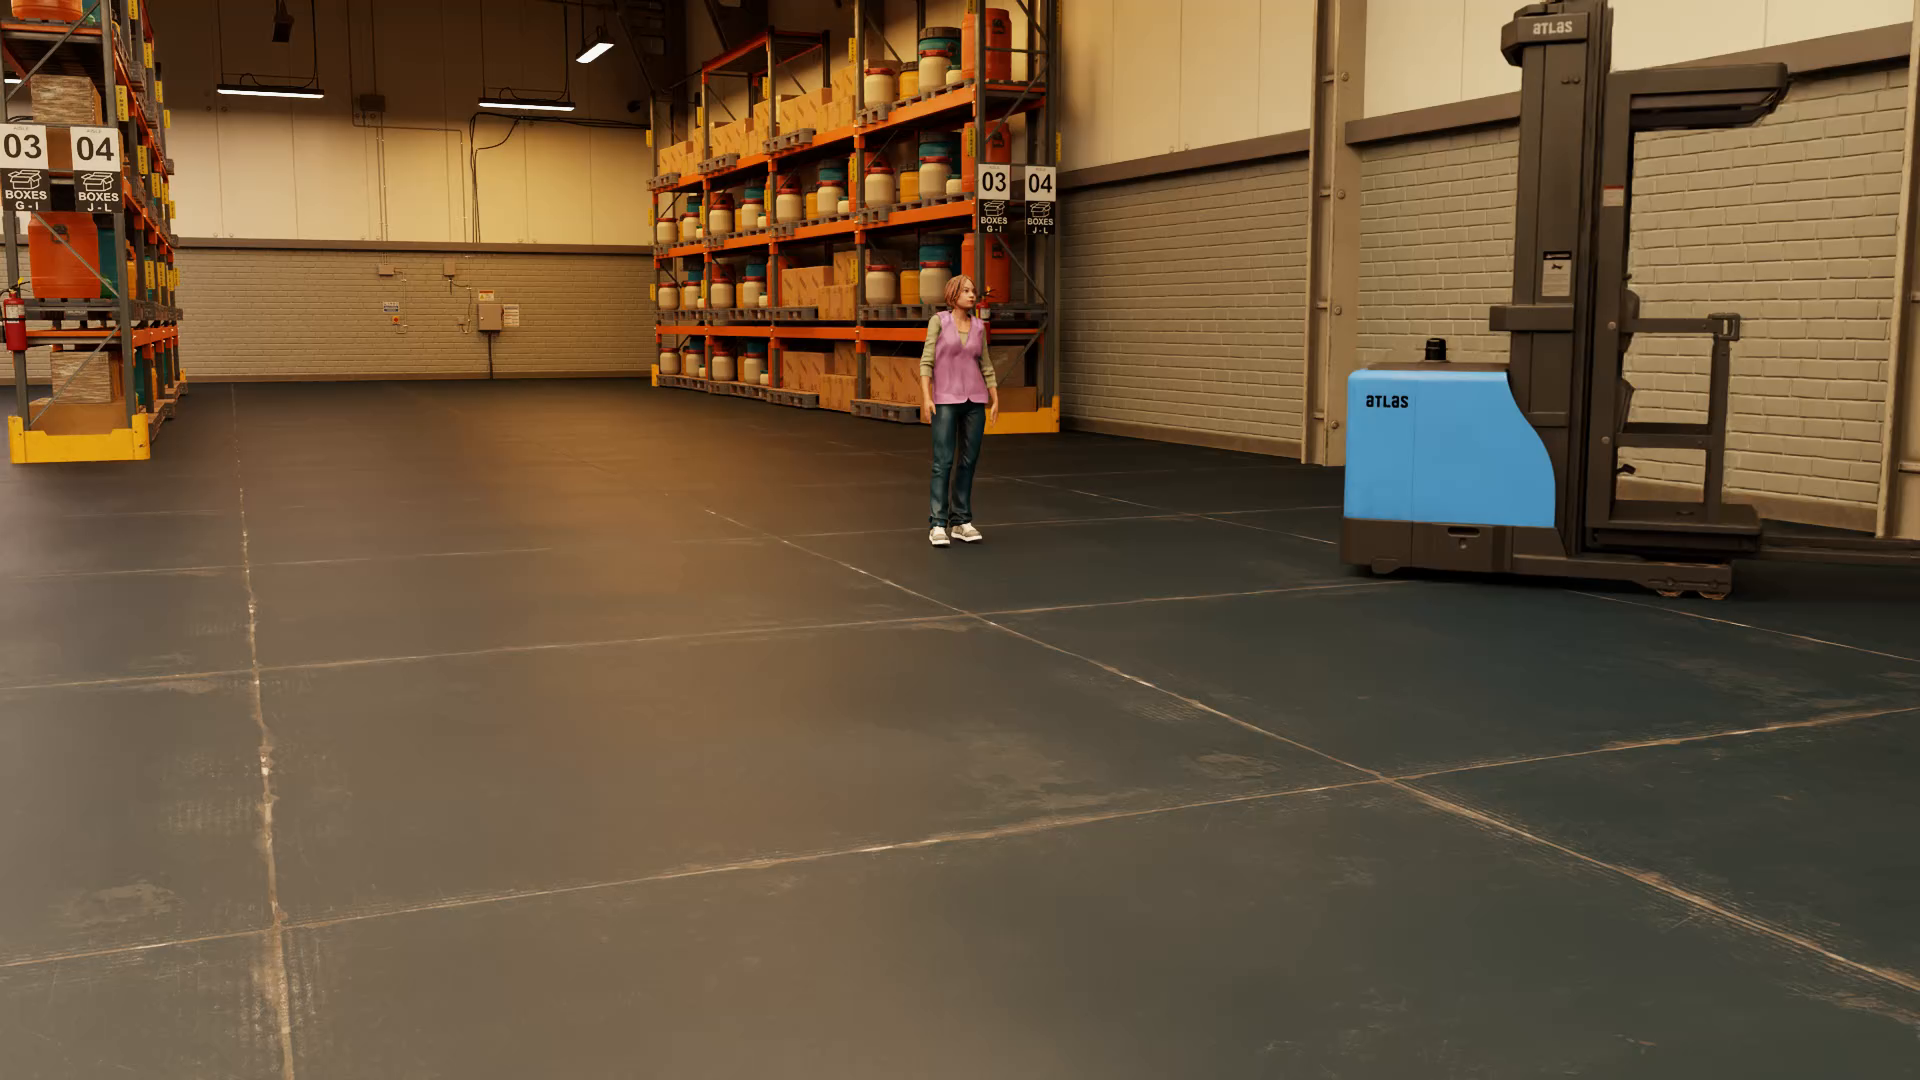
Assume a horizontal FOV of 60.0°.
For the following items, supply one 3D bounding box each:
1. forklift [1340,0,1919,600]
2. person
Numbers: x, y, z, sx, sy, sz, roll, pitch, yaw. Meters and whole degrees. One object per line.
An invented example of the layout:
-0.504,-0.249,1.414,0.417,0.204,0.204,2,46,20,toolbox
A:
3.562,-1.245,8.384,3.031,2.935,1.130,3,8,23,forklift
0.017,-0.789,9.976,0.520,1.596,0.475,-3,8,-23,person
